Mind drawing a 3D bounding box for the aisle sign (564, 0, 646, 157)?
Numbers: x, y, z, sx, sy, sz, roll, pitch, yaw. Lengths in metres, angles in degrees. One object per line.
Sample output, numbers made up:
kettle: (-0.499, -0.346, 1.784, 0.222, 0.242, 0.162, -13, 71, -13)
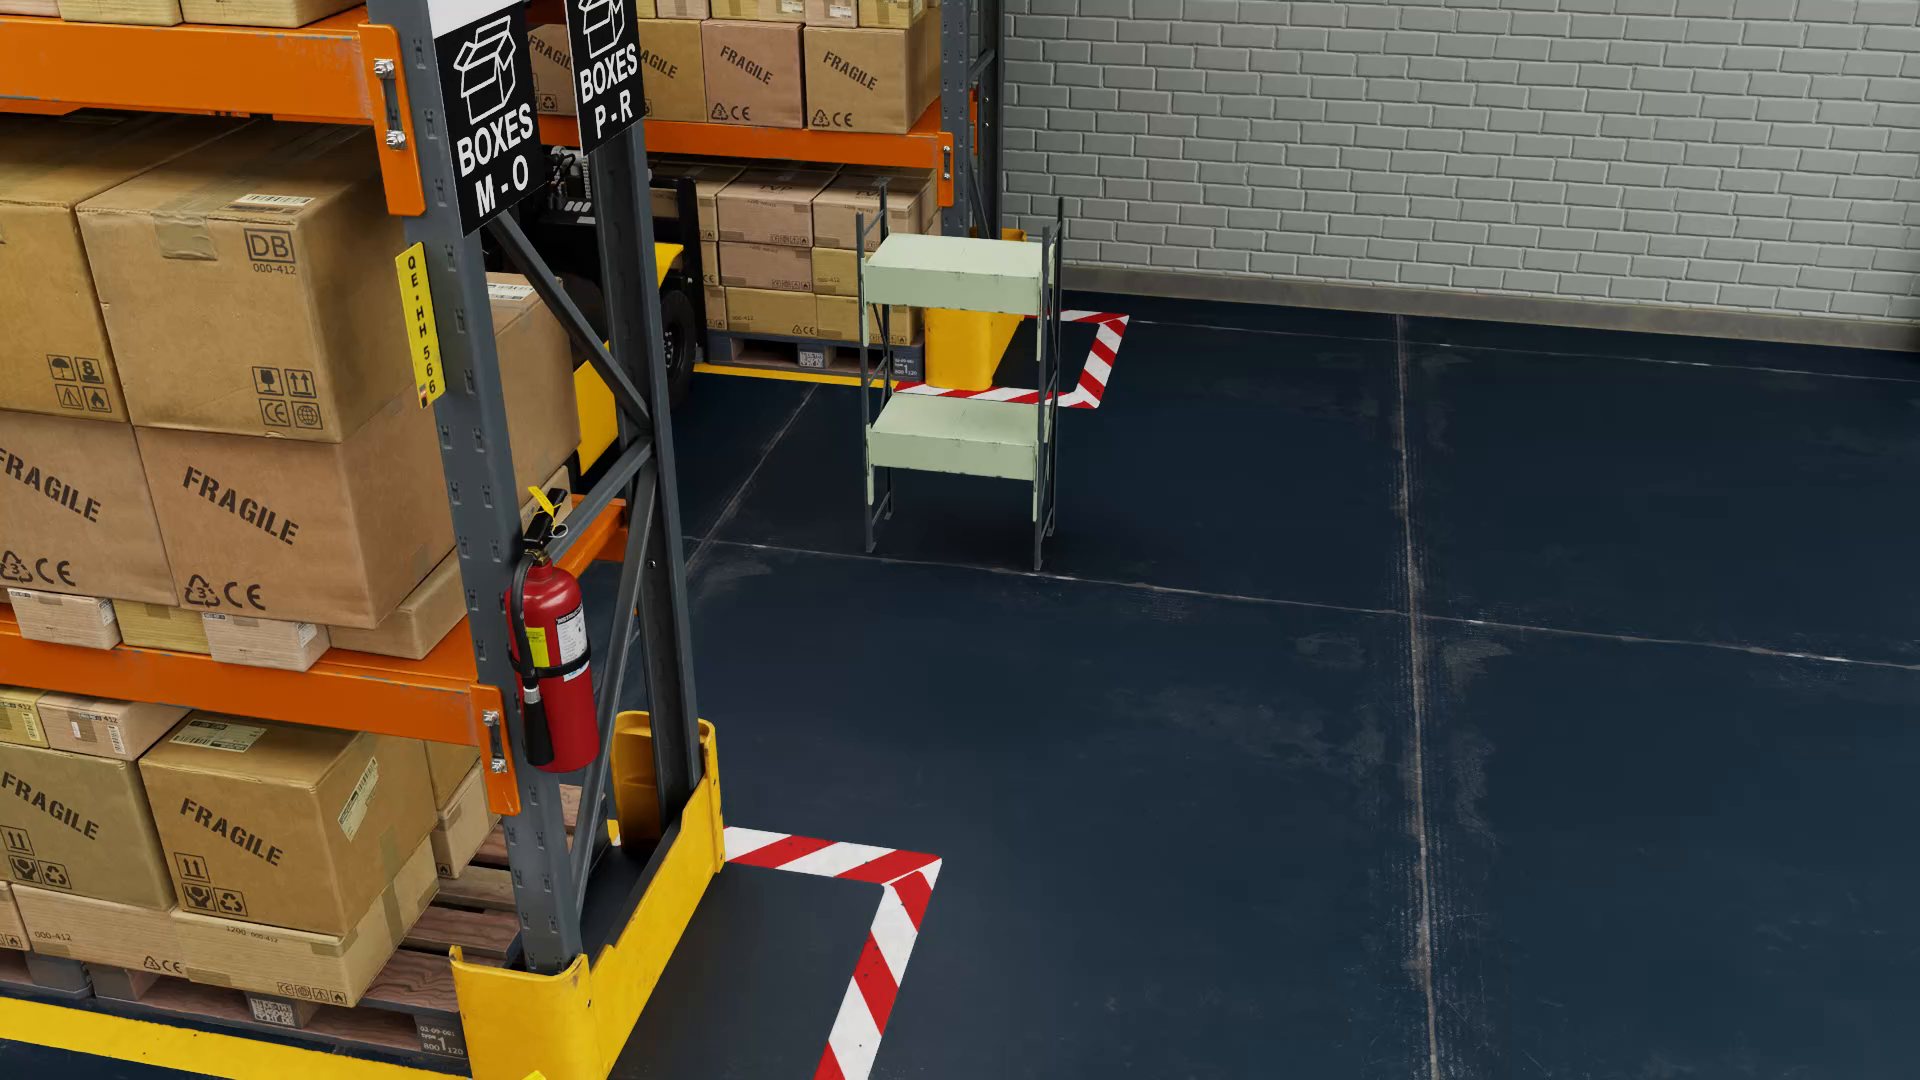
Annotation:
aisle sign: (-0.836, -1.326, 3.842, 0.004, 0.787, 0.394, 6, 29, 11)

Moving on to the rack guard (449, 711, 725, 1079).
rack guard: (-1.035, 1.042, 4.826, 0.348, 0.500, 1.175, 6, 29, 11)

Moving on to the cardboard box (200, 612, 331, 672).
cardboard box: (-1.642, 0.153, 4.108, 0.250, 0.149, 0.380, 6, 29, 10)

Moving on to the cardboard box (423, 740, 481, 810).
cardboard box: (-1.716, 0.433, 4.980, 0.500, 0.500, 0.500, 5, 29, 9)

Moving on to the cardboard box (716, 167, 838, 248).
cardboard box: (-0.944, -1.743, 8.695, 0.500, 0.250, 0.500, 6, 29, 11)

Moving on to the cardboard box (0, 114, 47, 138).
cardboard box: (-2.520, -0.665, 3.887, 0.500, 0.500, 0.700, 6, 29, 10)

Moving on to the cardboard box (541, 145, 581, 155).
cardboard box: (-2.328, -2.137, 9.414, 0.500, 0.250, 0.500, 6, 29, 11)

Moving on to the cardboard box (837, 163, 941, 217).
cardboard box: (-0.359, -1.932, 9.040, 0.500, 0.250, 0.500, 5, 29, 10)

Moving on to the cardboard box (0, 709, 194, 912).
cardboard box: (-2.310, 0.638, 4.607, 0.500, 0.500, 0.500, 7, 29, 12)

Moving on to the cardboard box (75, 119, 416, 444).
cardboard box: (-1.506, -0.608, 3.782, 0.500, 0.500, 0.700, 5, 29, 9)

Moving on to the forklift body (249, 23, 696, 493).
forklift body: (-2.164, -1.339, 7.456, 1.214, 2.155, 2.313, 6, 29, 11)

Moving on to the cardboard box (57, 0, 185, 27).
cardboard box: (-1.618, -1.166, 3.395, 0.250, 0.149, 0.380, 6, 29, 11)

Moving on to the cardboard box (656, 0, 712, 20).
cardboard box: (-1.334, -2.711, 8.299, 0.250, 0.149, 0.380, 5, 29, 9)

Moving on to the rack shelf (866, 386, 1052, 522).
rack shelf: (0.007, -0.371, 7.045, 0.720, 0.370, 0.431, 6, 29, 11)

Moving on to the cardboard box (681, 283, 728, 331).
cardboard box: (-1.425, -1.364, 9.043, 0.500, 0.250, 0.500, 6, 29, 11)

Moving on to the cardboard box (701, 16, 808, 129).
cardboard box: (-0.970, -2.404, 8.414, 0.500, 0.500, 0.500, 7, 29, 12)

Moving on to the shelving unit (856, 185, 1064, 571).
shelving unit: (0.007, -0.657, 6.889, 0.755, 1.500, 0.431, 6, 29, 11)

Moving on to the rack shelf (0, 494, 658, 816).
rack shelf: (-2.917, 0.068, 4.751, 4.000, 0.370, 1.077, 6, 29, 11)

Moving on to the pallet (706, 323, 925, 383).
pallet: (-0.685, -1.212, 9.244, 1.213, 0.211, 1.003, 6, 29, 11)

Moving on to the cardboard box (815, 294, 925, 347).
cardboard box: (-0.454, -1.255, 8.845, 0.500, 0.250, 0.500, 6, 29, 11)

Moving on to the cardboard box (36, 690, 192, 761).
cardboard box: (-2.172, 0.399, 4.368, 0.250, 0.149, 0.380, 7, 29, 12)

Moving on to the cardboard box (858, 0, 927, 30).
cardboard box: (-0.326, -2.610, 8.114, 0.250, 0.149, 0.380, 6, 29, 11)

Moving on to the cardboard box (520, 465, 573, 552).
cardboard box: (-1.250, -0.068, 4.512, 0.250, 0.149, 0.380, 6, 29, 11)

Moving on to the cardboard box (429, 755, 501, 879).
cardboard box: (-1.692, 0.764, 5.156, 0.500, 0.250, 0.500, 6, 29, 10)

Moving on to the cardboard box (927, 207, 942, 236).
cardboard box: (-0.345, -1.720, 9.174, 0.500, 0.250, 0.500, 6, 29, 11)

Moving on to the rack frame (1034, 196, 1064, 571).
rack frame: (0.364, -0.620, 6.822, 0.023, 1.500, 0.400, 6, 29, 11)

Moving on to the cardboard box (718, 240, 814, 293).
cardboard box: (-0.958, -1.533, 8.832, 0.500, 0.250, 0.500, 6, 29, 10)

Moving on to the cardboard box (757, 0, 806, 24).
cardboard box: (-0.823, -2.676, 8.235, 0.250, 0.149, 0.380, 6, 29, 12)

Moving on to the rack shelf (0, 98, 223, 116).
rack shelf: (-5.796, -2.664, 9.742, 4.000, 0.370, 1.077, 6, 29, 11)

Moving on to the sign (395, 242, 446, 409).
sign: (-1.097, -0.435, 3.385, 0.005, 0.325, 0.100, 6, 29, 11)

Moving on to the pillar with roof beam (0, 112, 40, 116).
pillar with roof beam: (-7.188, -4.083, 5.336, 0.400, 9.000, 9.100, 6, 29, 11)

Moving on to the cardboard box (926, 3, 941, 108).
cardboard box: (-0.355, -2.602, 8.775, 0.500, 0.500, 0.500, 7, 29, 12)

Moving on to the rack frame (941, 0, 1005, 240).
rack frame: (0.072, -2.378, 8.470, 0.127, 3.000, 1.000, 6, 29, 11)

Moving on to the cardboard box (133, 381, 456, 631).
cardboard box: (-1.549, -0.146, 3.979, 0.500, 0.500, 0.500, 5, 29, 10)

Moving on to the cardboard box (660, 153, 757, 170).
cardboard box: (-1.335, -2.035, 9.229, 0.500, 0.250, 0.500, 6, 29, 10)

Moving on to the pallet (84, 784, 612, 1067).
pallet: (-1.822, 1.071, 5.074, 1.213, 0.211, 1.003, 6, 29, 11)

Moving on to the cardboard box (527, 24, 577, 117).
cardboard box: (-1.965, -2.501, 8.590, 0.500, 0.500, 0.500, 6, 29, 11)

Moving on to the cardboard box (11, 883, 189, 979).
cardboard box: (-2.313, 0.965, 4.790, 0.500, 0.250, 0.500, 6, 29, 11)

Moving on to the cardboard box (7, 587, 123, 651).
cardboard box: (-2.147, 0.106, 4.195, 0.250, 0.149, 0.380, 6, 29, 11)

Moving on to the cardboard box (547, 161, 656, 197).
cardboard box: (-1.934, -1.843, 8.878, 0.500, 0.250, 0.500, 5, 29, 10)
